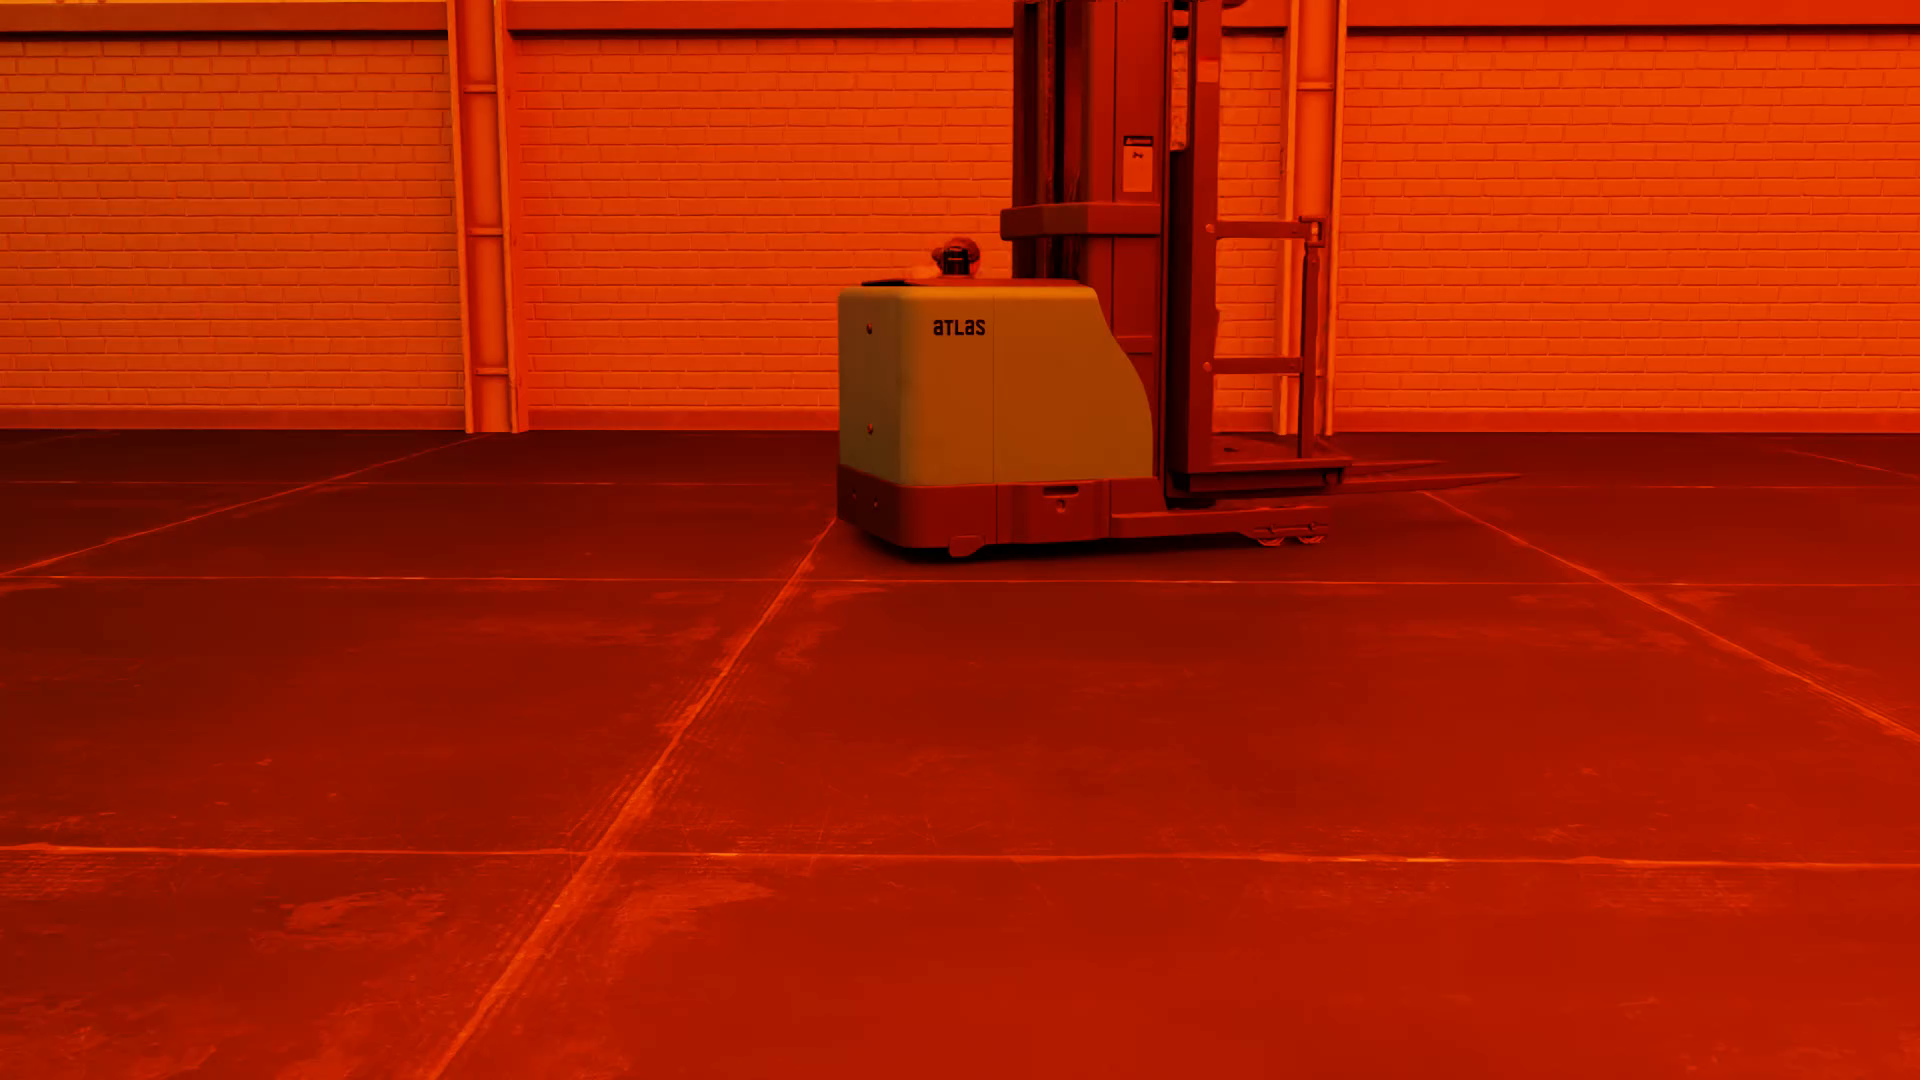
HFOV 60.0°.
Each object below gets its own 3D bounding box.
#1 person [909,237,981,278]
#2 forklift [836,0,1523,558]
[{"bbox_3d":[-0.060,-0.774,8.015,0.684,1.318,1.331,1,9,7],"label":"person"},{"bbox_3d":[1.032,-1.493,7.192,3.031,2.935,1.130,-3,9,-20],"label":"forklift"}]
